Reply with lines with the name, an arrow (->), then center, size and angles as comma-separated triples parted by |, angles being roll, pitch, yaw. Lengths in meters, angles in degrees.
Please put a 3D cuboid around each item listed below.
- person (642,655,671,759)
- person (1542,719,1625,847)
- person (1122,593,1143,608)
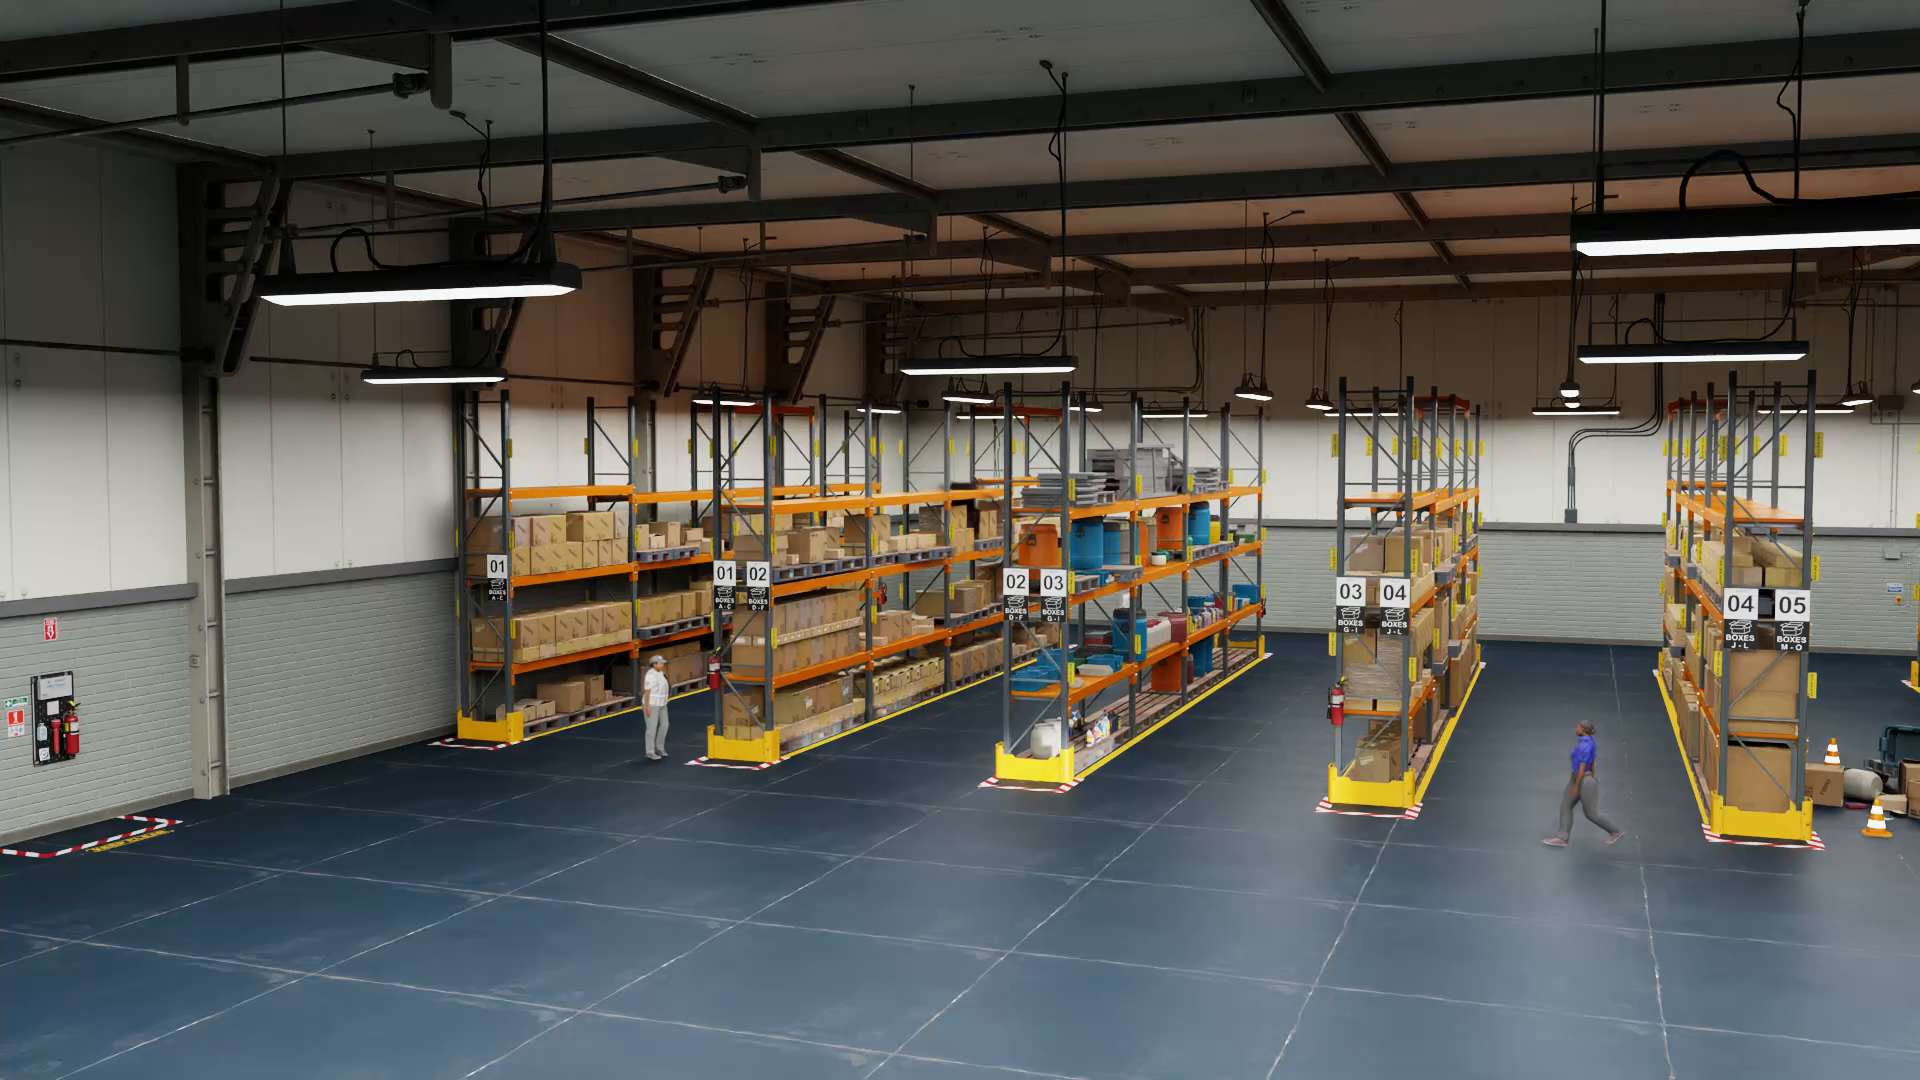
person -> -4.933, 2.721, 26.953 | 0.403, 1.719, 0.571 | 1, 3, 17
person -> 7.802, 3.041, 20.784 | 0.900, 1.622, 0.421 | 0, 3, -3
person -> 4.289, 1.884, 41.452 | 0.569, 1.689, 0.399 | 0, 3, 2
